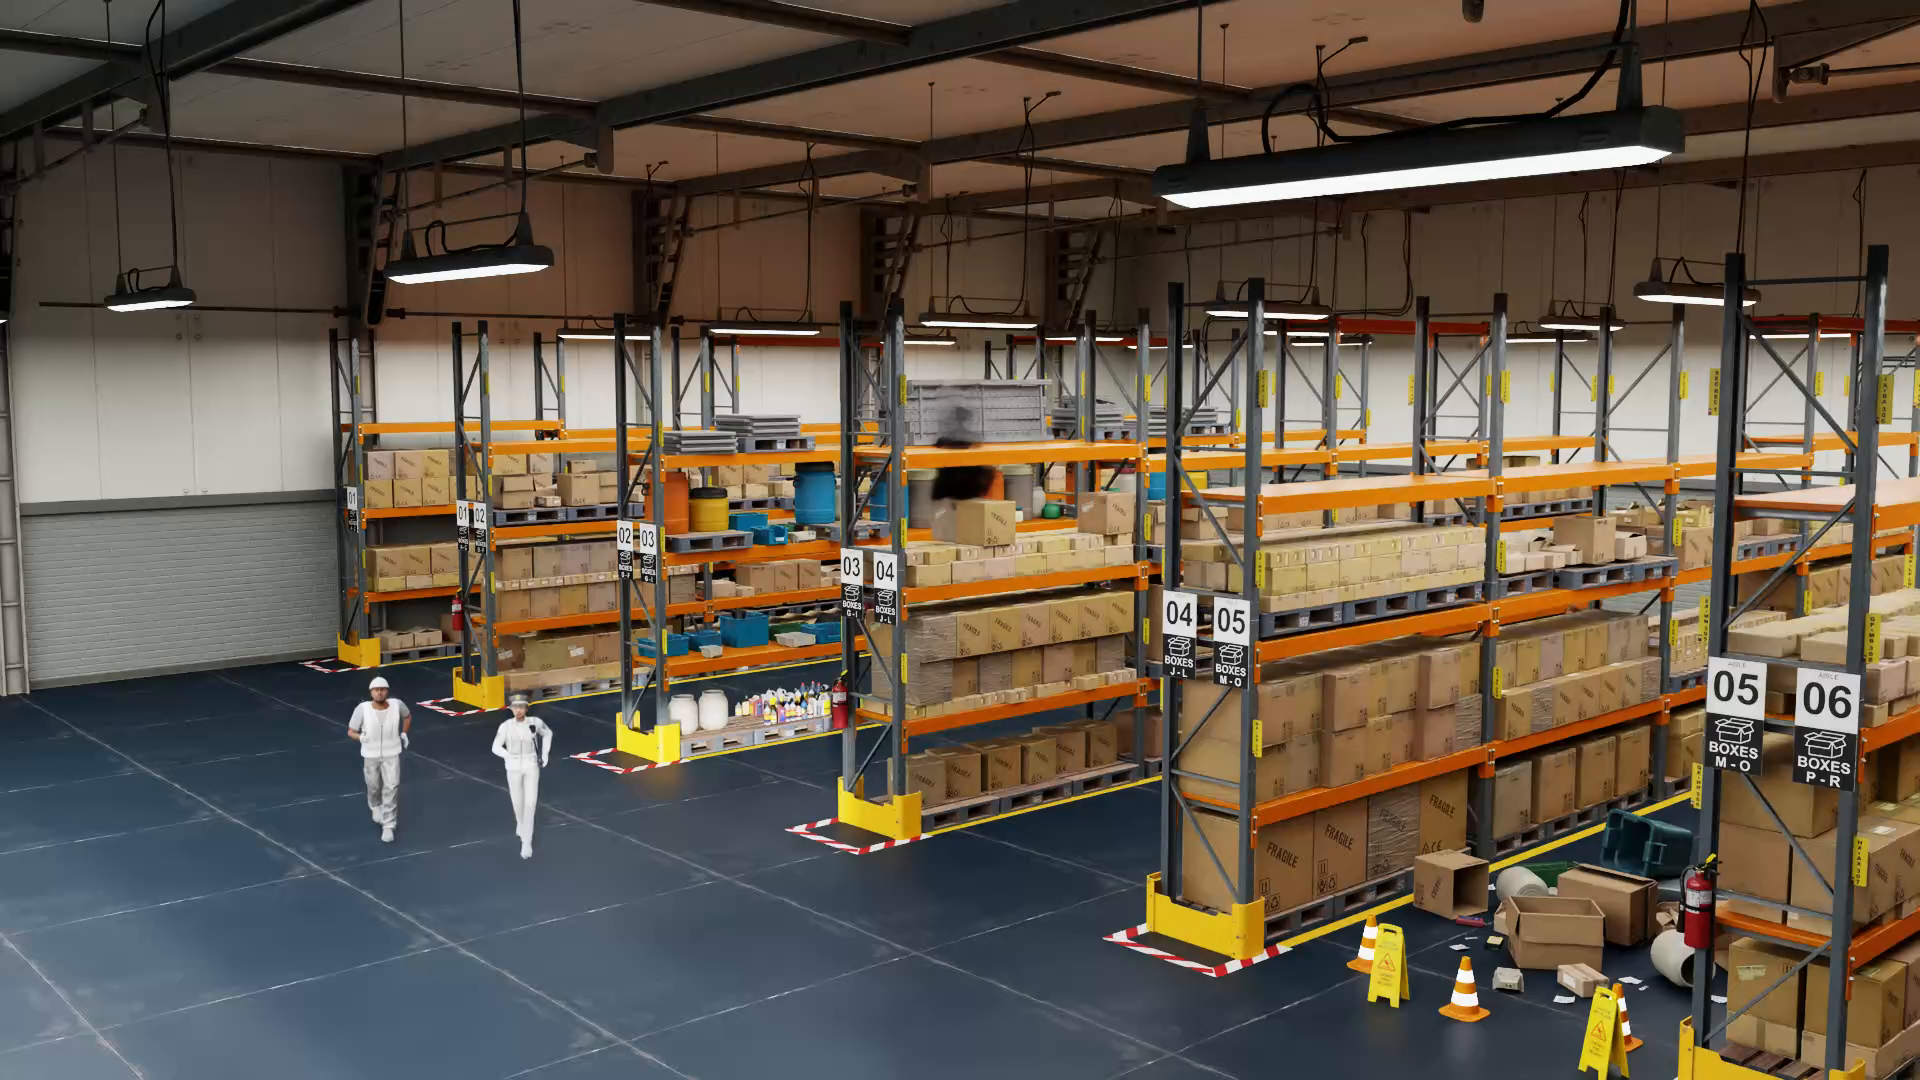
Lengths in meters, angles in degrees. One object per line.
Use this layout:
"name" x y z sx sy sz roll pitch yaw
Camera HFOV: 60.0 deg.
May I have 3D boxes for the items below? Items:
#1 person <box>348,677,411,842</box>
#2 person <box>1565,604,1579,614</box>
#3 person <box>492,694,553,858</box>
"person" -6.479 2.408 18.613 0.688 1.765 1.013 -2 6 -22
"person" 9.525 1.785 25.952 0.539 1.602 0.852 5 8 43
"person" -4.787 2.526 18.198 0.622 1.725 0.892 -1 6 -9
